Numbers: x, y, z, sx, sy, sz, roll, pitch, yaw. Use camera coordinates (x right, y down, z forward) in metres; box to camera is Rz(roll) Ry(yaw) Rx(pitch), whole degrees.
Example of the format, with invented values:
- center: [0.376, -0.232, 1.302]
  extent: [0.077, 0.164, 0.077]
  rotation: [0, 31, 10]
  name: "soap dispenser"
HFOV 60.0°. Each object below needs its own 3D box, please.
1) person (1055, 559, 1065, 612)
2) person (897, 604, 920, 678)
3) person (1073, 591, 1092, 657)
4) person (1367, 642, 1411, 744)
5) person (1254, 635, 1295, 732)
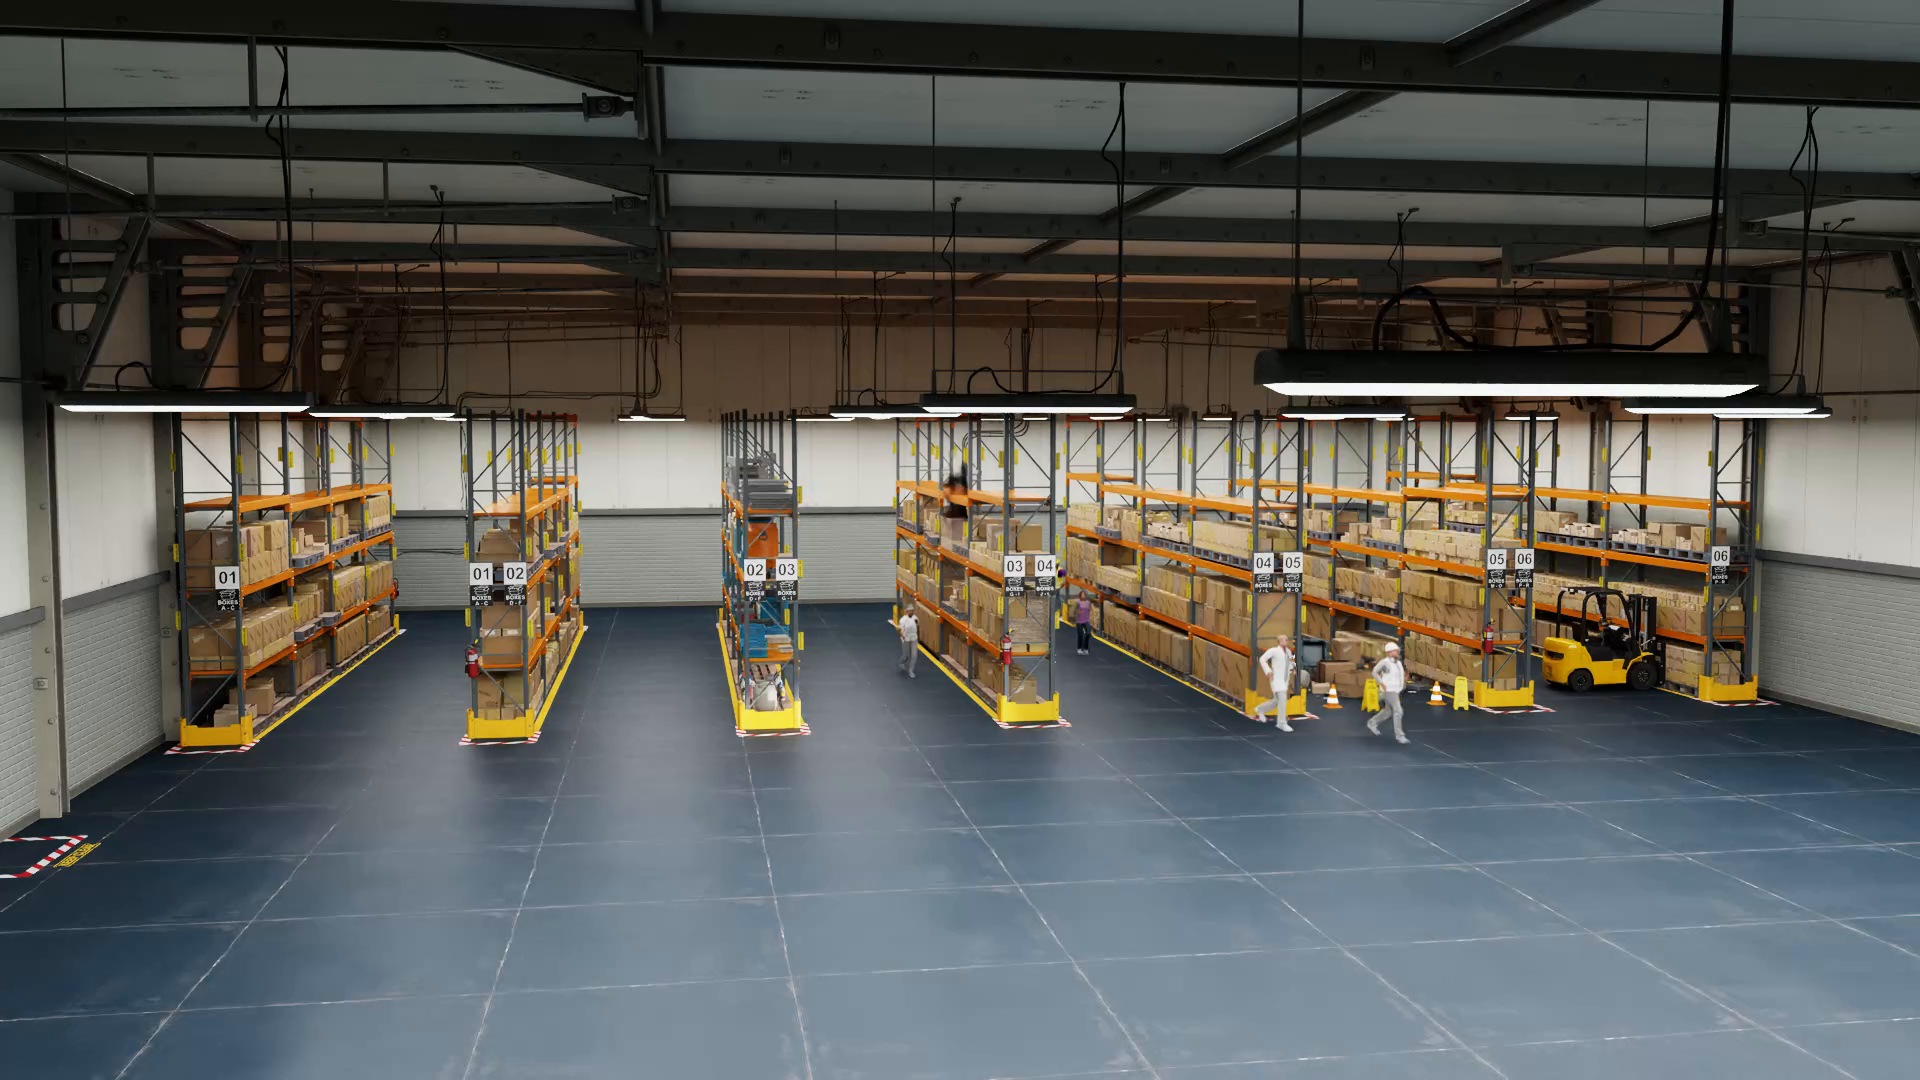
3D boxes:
- center: [2.903, 1.421, 49.717]
  extent: [0.831, 1.755, 0.805]
  rotation: [-1, 4, -17]
  name: "person"
- center: [-1.159, 2.268, 37.737]
  extent: [0.565, 1.664, 0.768]
  rotation: [-1, 4, -19]
  name: "person"
- center: [3.047, 2.064, 41.045]
  extent: [0.513, 1.625, 0.650]
  rotation: [-1, 4, -9]
  name: "person"
- center: [7.784, 2.737, 30.072]
  extent: [0.894, 1.798, 0.643]
  rotation: [3, 5, 41]
  name: "person"
- center: [6.011, 2.677, 31.396]
  extent: [0.746, 1.753, 0.981]
  rotation: [-4, 5, -42]
  name: "person"
